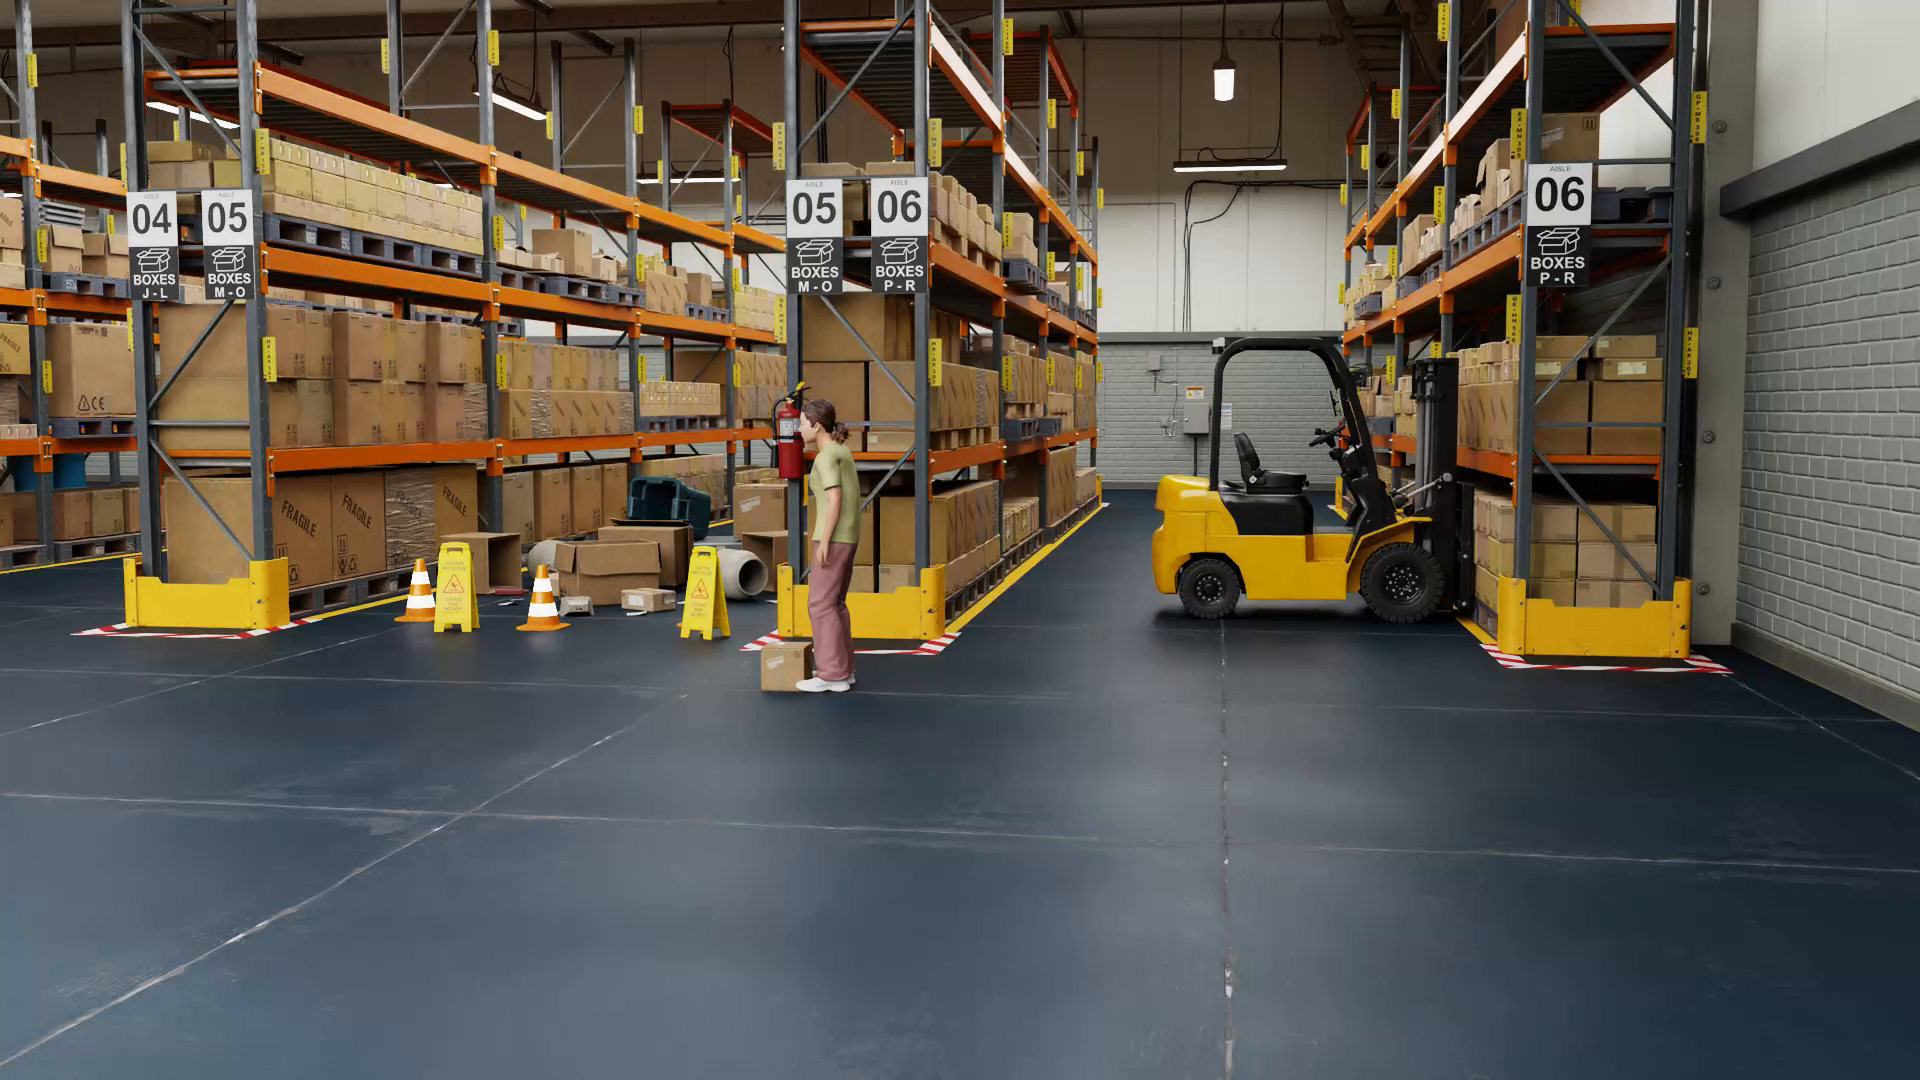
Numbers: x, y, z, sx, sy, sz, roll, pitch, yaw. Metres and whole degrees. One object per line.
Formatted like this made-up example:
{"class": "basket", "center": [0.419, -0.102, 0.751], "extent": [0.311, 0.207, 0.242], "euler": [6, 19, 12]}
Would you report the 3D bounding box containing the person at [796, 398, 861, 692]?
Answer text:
{"class": "person", "center": [-0.752, 0.026, 9.548], "extent": [0.357, 1.671, 0.515], "euler": [0, 5, 5]}
